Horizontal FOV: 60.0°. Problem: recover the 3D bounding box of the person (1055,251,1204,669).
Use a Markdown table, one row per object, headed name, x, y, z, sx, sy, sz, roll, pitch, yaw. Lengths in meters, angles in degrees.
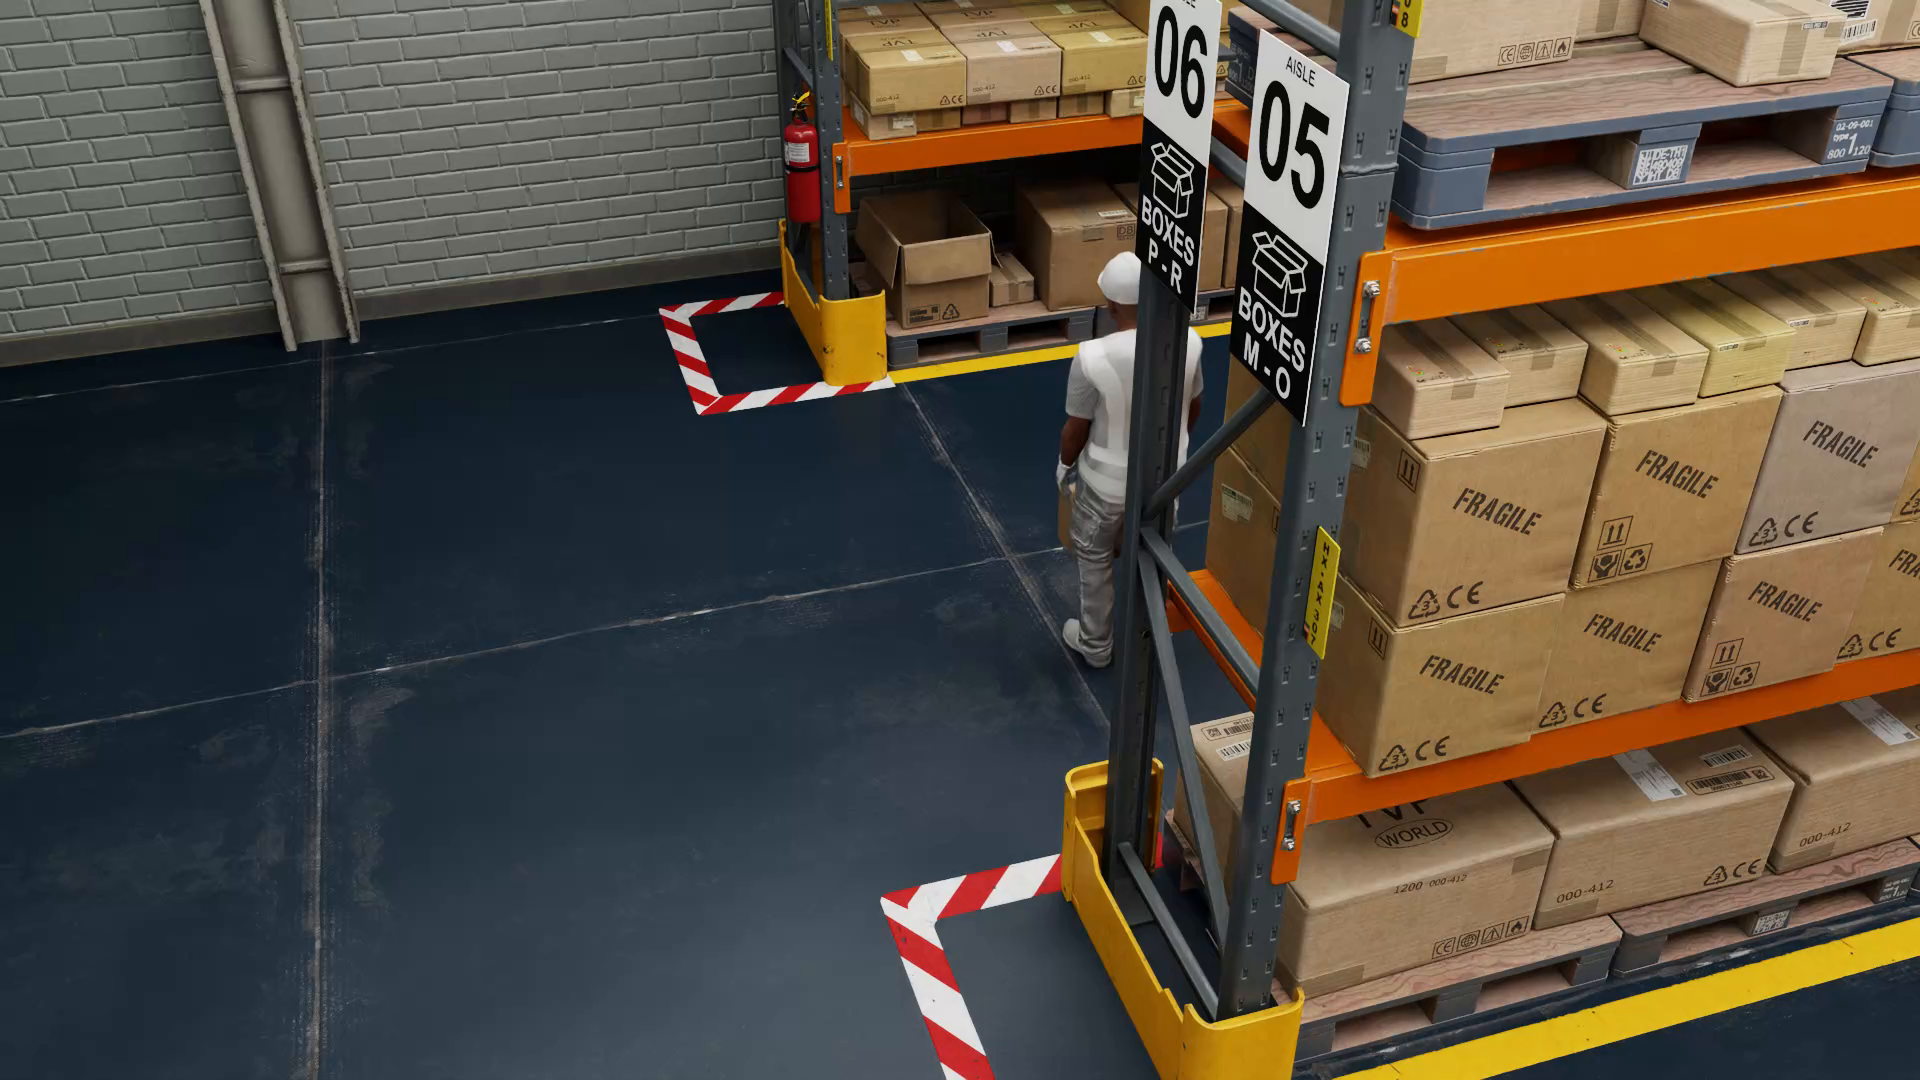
| name | x | y | z | sx | sy | sz | roll | pitch | yaw |
| --- | --- | --- | --- | --- | --- | --- | --- | --- | --- |
| person | 0.657 | -0.281 | 6.550 | 0.581 | 1.779 | 0.422 | -11 | 35 | -16 |
